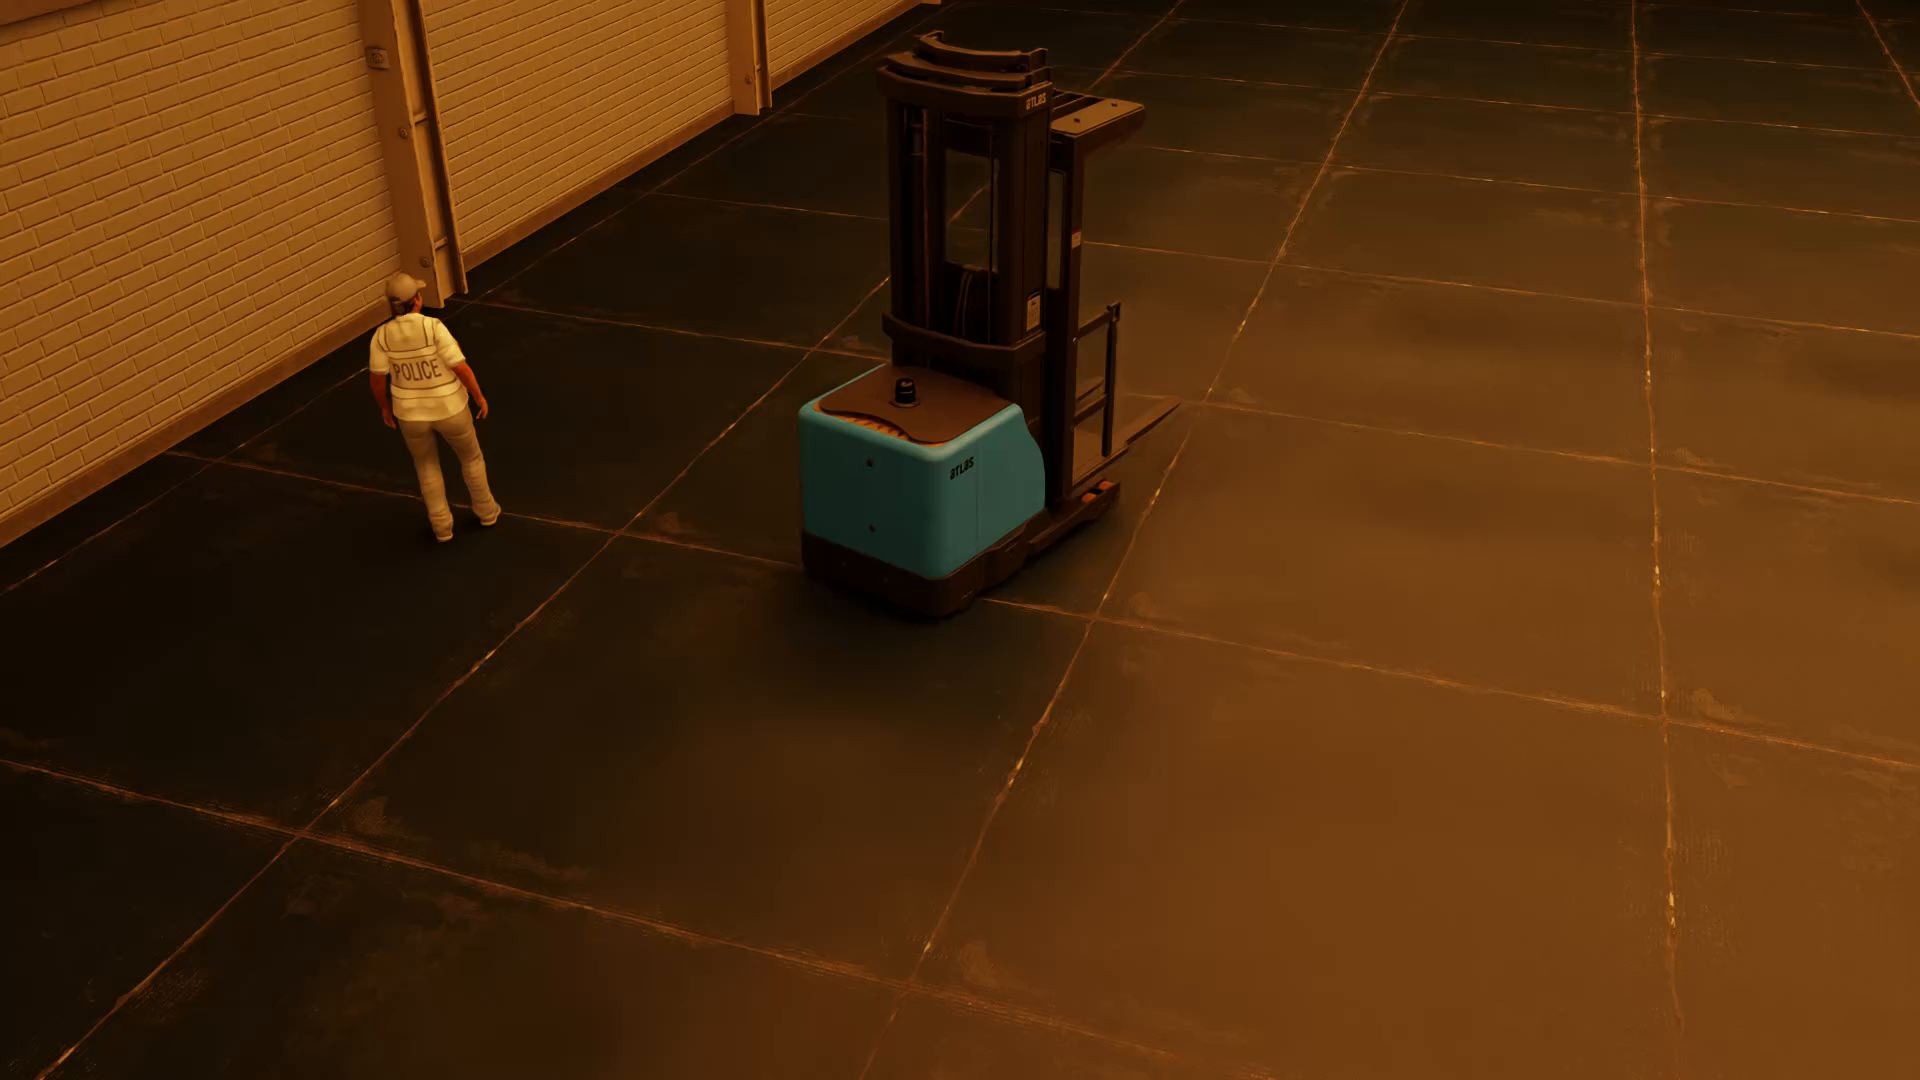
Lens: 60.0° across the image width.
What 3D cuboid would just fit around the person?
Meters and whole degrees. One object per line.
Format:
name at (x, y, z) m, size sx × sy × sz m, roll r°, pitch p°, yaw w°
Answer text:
person at (-3.105, -0.799, 9.816) m, size 0.623 × 1.669 × 0.525 m, roll -4°, pitch 30°, yaw -7°

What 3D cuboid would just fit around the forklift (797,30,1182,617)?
forklift at (0.351, -1.524, 9.811) m, size 1.130 × 2.935 × 3.031 m, roll 20°, pitch 35°, yaw 31°
